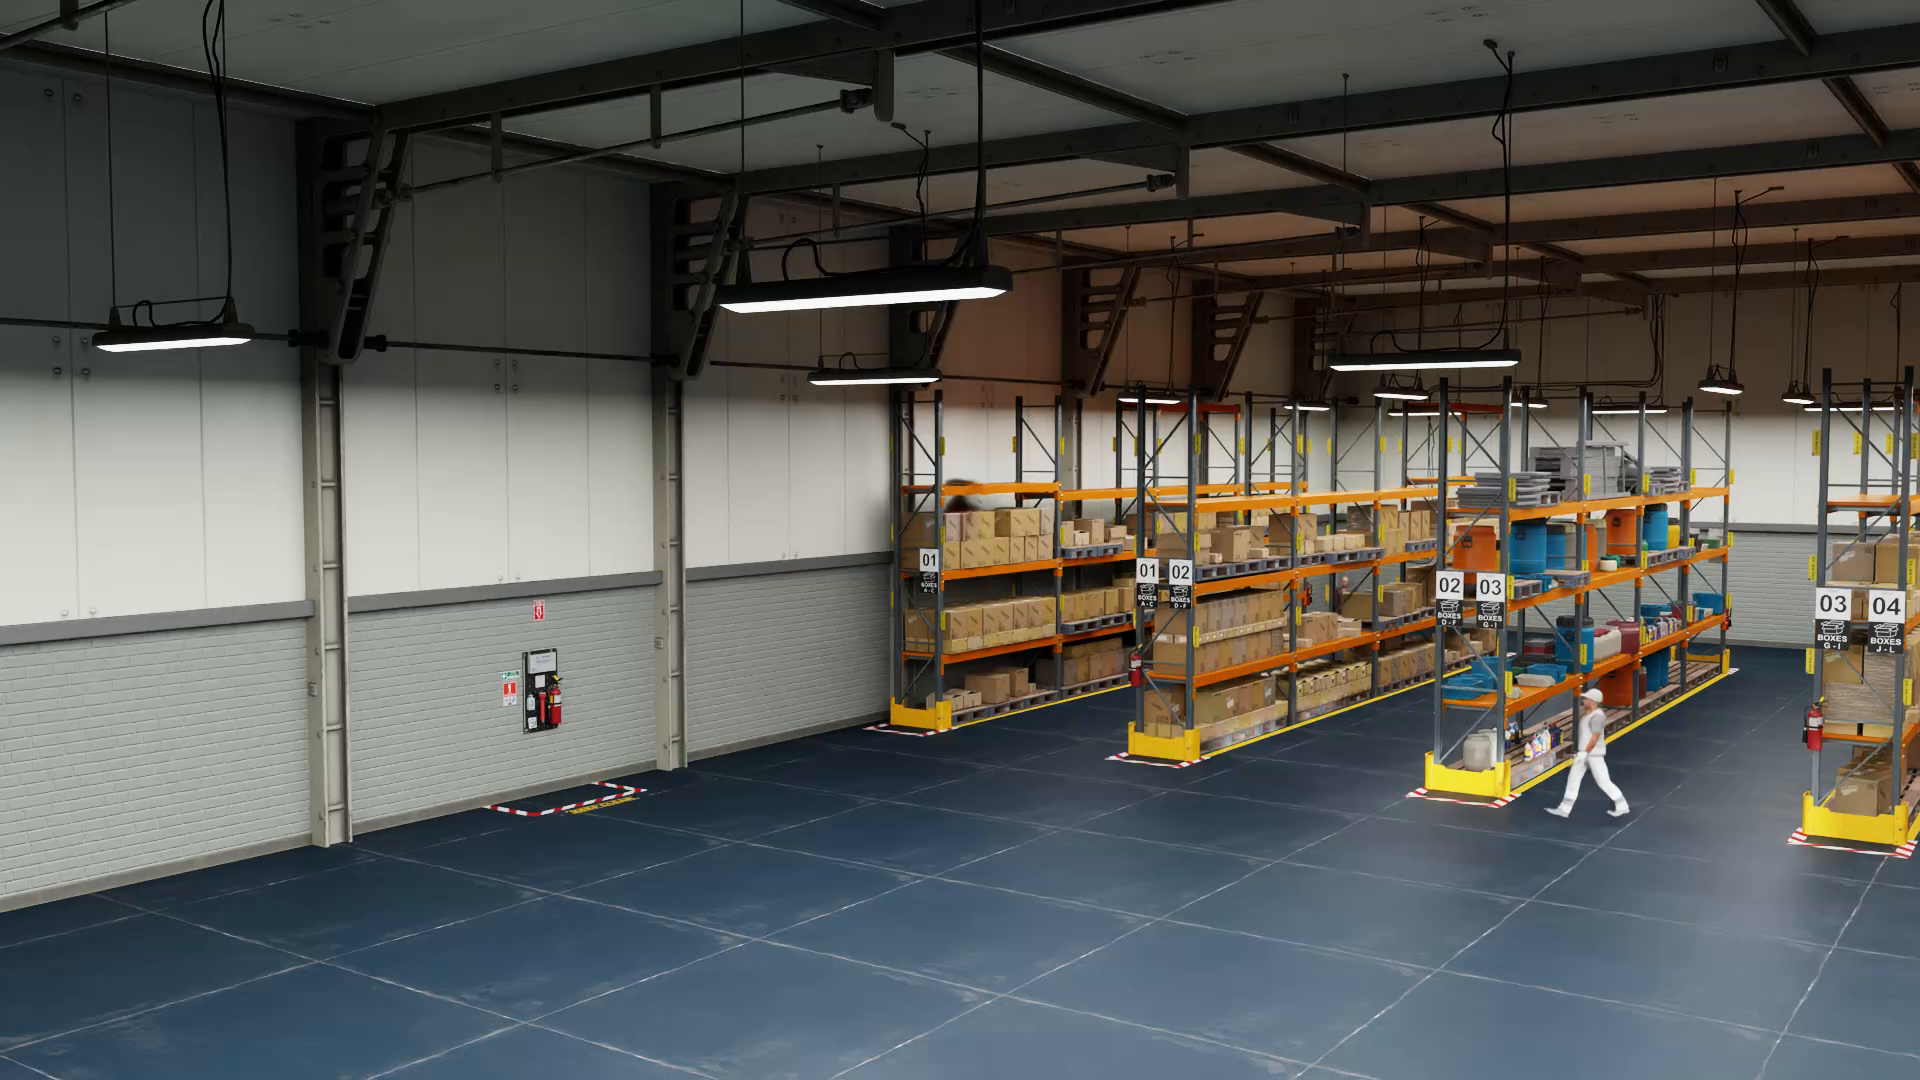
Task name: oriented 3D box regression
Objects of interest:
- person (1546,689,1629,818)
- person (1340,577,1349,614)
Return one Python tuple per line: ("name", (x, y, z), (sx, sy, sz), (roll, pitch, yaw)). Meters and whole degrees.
("person", (8.436, 2.868, 22.277), (1.051, 1.755, 0.519), (0, 3, -3))
("person", (9.614, 1.799, 41.641), (0.602, 1.745, 1.093), (1, 4, 25))
